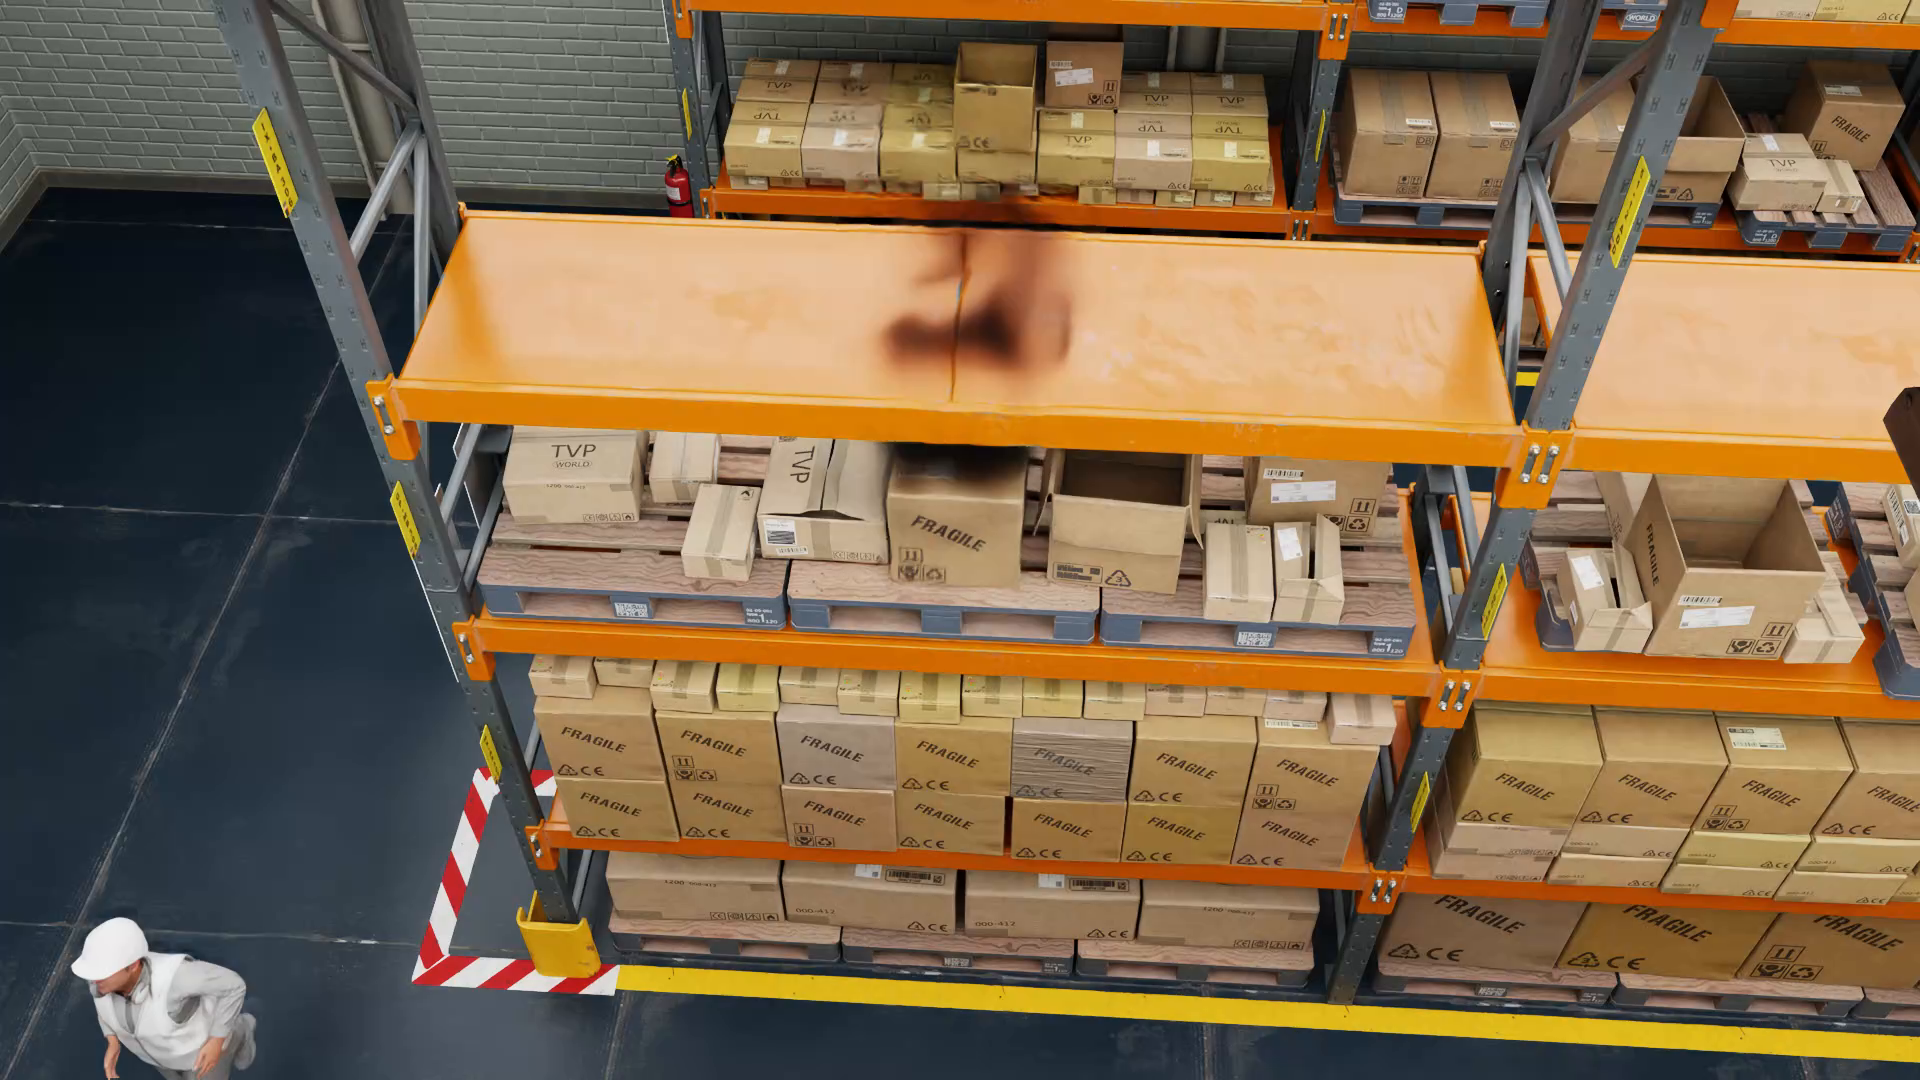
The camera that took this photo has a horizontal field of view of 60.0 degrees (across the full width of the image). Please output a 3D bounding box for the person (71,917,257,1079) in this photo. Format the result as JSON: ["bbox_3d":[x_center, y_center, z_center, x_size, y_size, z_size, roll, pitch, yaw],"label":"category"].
[{"bbox_3d":[-3.374,2.140,7.255,0.670,1.770,0.769,8,48,7],"label":"person"}]
